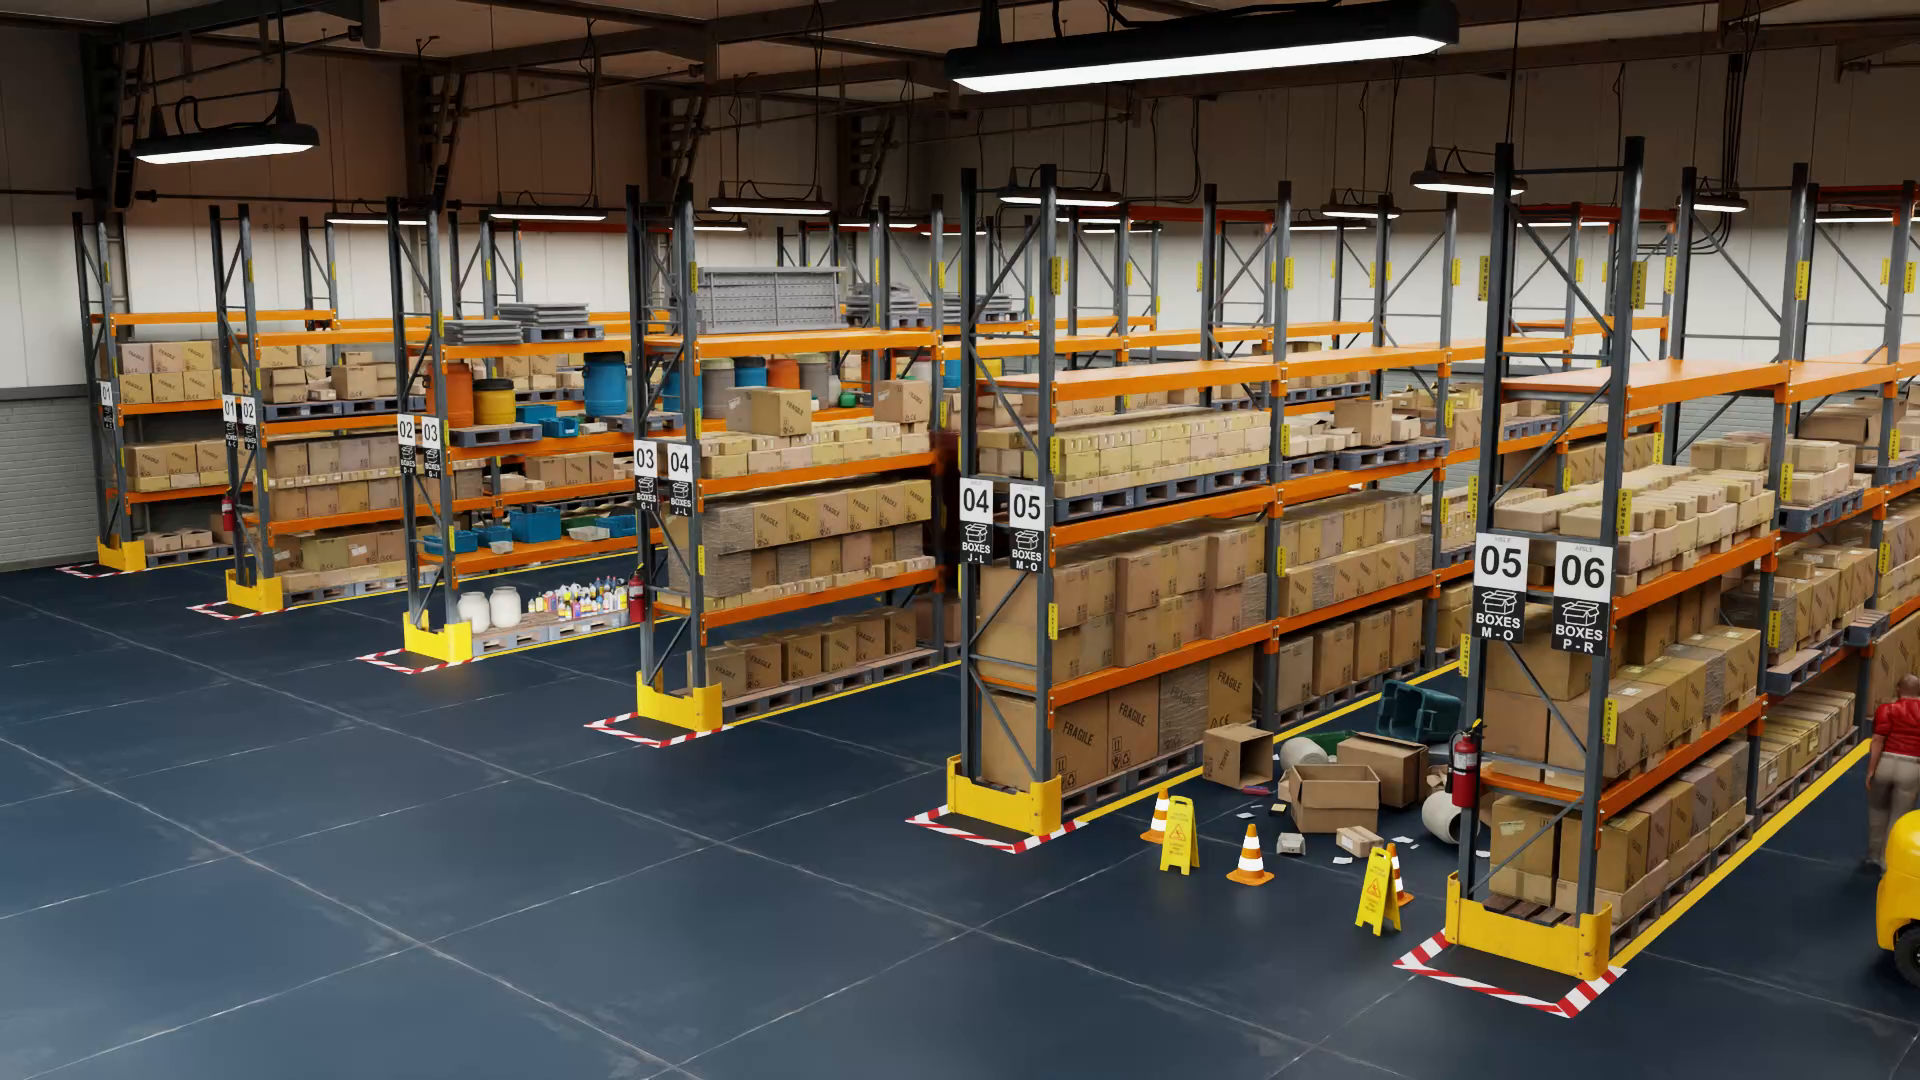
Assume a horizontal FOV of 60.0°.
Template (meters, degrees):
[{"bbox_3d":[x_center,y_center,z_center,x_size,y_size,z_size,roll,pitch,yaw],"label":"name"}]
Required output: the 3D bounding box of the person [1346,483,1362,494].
[{"bbox_3d":[6.570,-0.174,27.244,0.731,1.678,0.687,-8,13,-41],"label":"person"}]

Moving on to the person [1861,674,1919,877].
[{"bbox_3d":[7.966,2.030,14.105,0.540,1.781,0.602,7,12,37],"label":"person"}]

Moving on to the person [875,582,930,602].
[{"bbox_3d":[-0.883,0.011,24.128,1.031,1.718,0.571,-6,11,-31],"label":"person"}]
